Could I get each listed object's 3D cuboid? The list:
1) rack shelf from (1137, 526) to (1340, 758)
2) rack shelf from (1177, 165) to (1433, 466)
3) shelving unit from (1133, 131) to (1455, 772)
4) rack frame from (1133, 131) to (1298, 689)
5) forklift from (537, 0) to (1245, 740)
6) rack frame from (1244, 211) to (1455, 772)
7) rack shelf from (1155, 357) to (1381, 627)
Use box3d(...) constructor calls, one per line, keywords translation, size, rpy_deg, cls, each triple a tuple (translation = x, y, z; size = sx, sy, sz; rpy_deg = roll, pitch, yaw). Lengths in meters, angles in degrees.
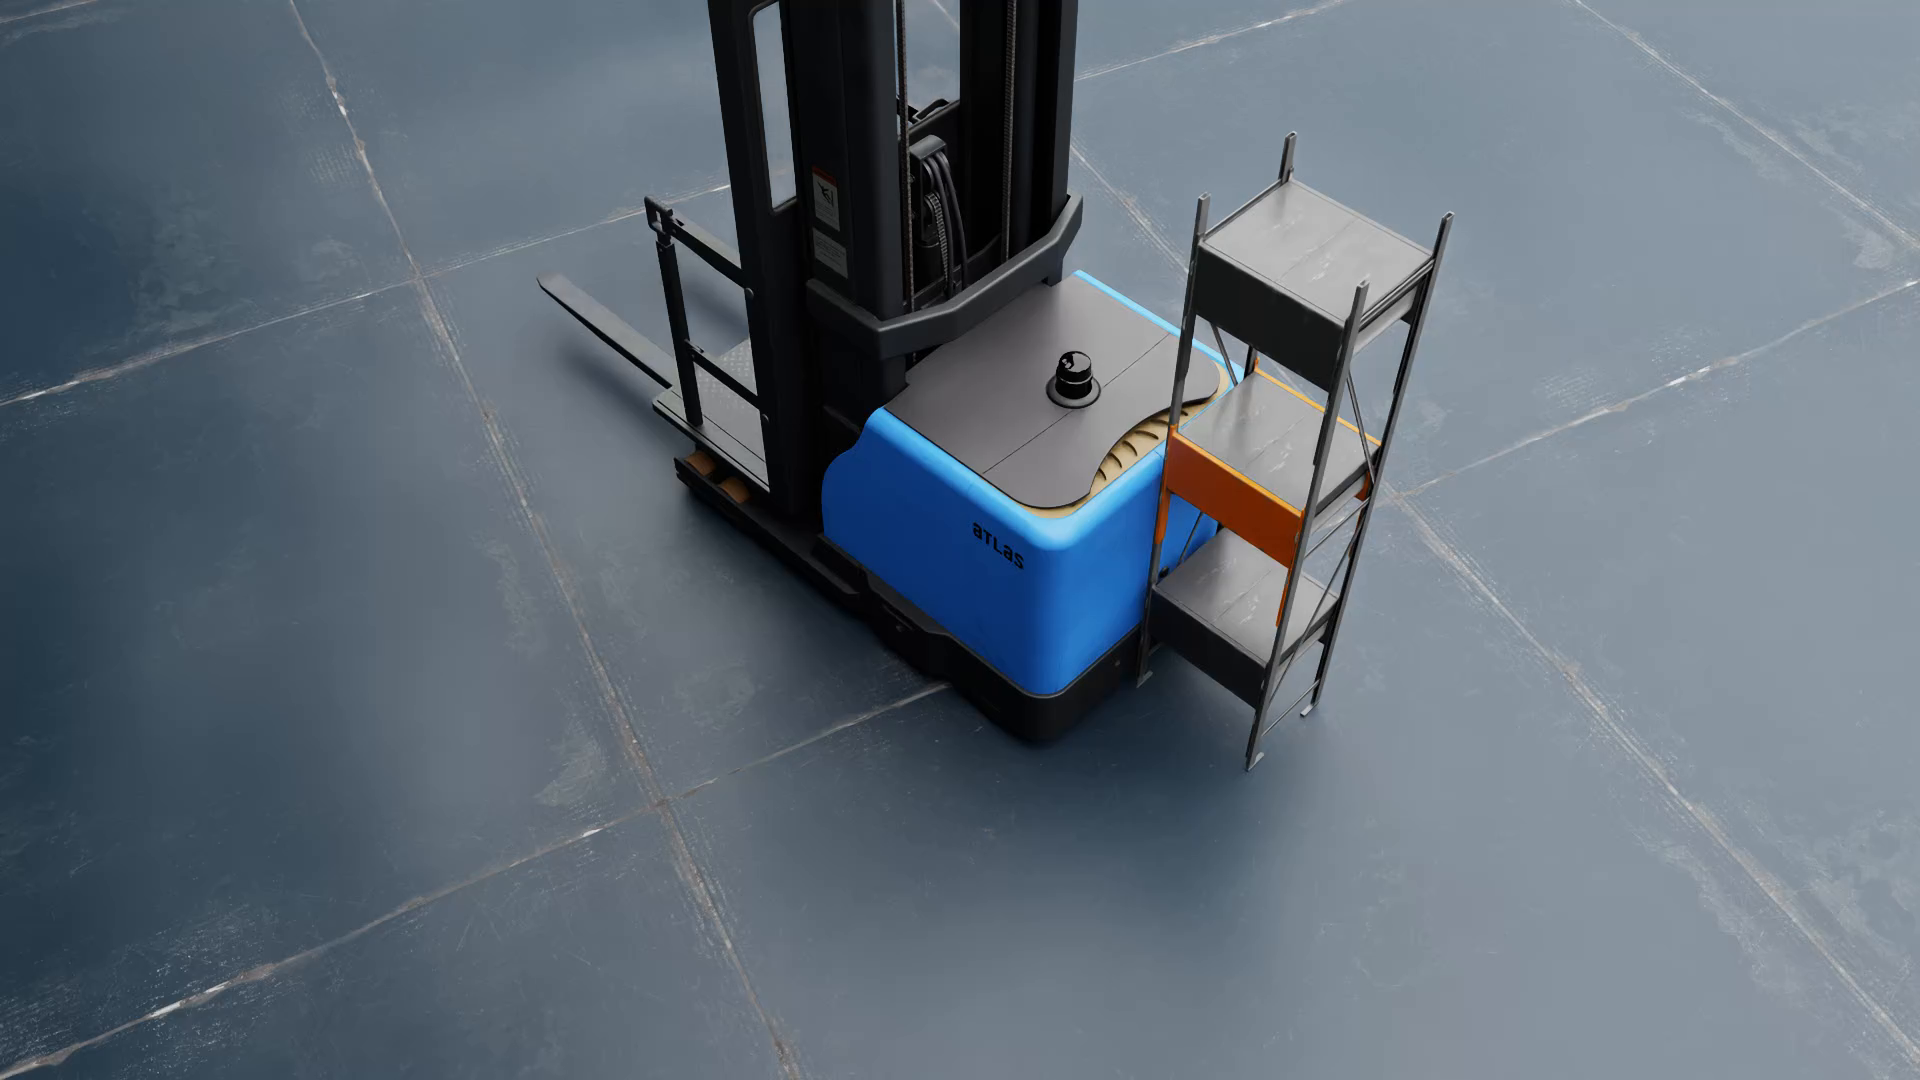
box3d(translation=(0.924, 0.316, 5.527), size=(0.480, 0.518, 0.431), rpy_deg=(36, 58, 27), cls="rack shelf")
box3d(translation=(0.924, -0.606, 4.473), size=(0.480, 0.518, 0.431), rpy_deg=(36, 58, 27), cls="rack shelf")
box3d(translation=(0.924, -0.154, 4.990), size=(0.503, 2.100, 0.431), rpy_deg=(36, 58, 27), cls="shelving unit")
box3d(translation=(0.749, -0.282, 5.102), size=(0.015, 2.100, 0.400), rpy_deg=(36, 58, 27), cls="rack frame")
box3d(translation=(-0.445, -1.292, 5.433), size=(3.031, 2.935, 1.130), rpy_deg=(36, 58, 27), cls="forklift")
box3d(translation=(1.099, -0.025, 4.877), size=(0.015, 2.100, 0.400), rpy_deg=(36, 58, 27), cls="rack frame")
box3d(translation=(0.924, -0.145, 5.000), size=(0.480, 0.518, 0.431), rpy_deg=(36, 58, 27), cls="rack shelf")
